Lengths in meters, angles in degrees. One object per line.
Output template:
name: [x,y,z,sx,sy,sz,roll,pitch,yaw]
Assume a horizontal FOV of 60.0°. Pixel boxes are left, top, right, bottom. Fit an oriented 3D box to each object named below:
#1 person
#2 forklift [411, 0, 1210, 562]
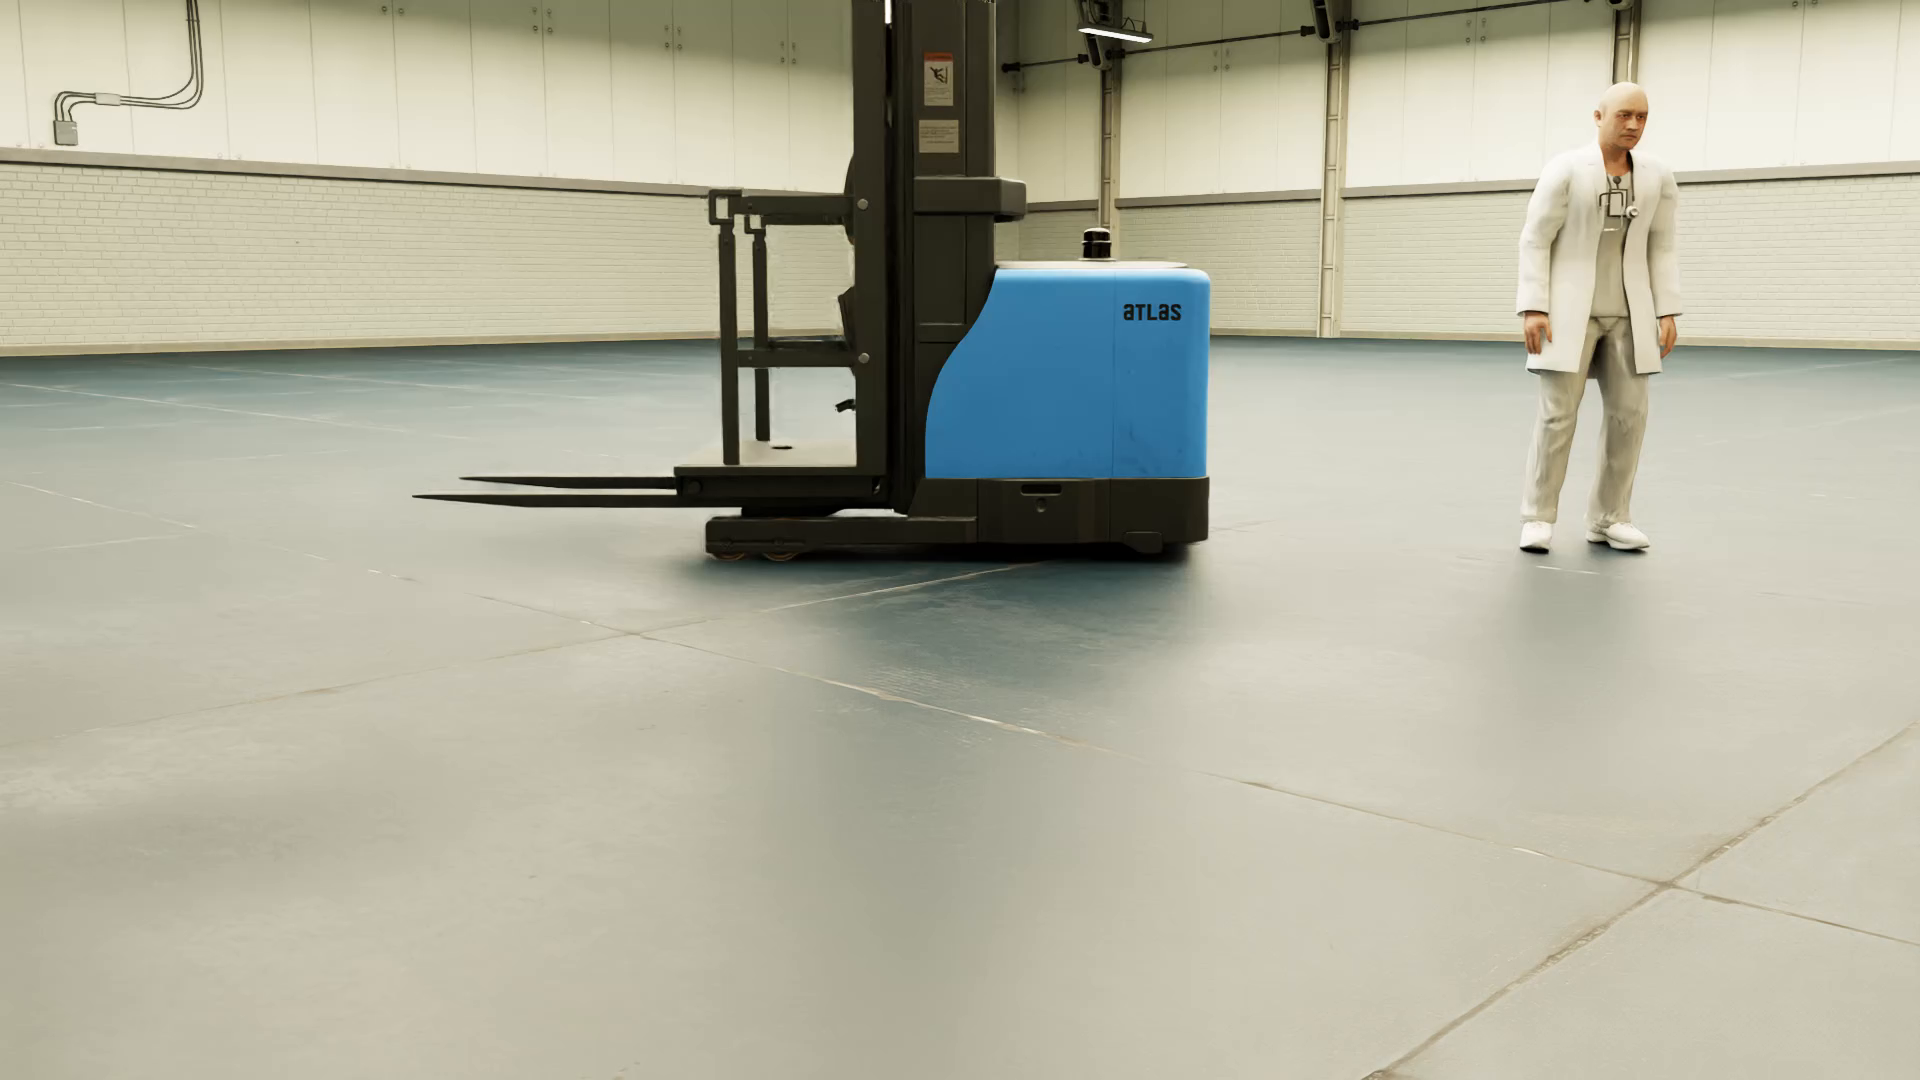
person: [2.478,-0.855,6.440,0.647,1.772,0.430,0,9,-1]
forklift: [-0.581,-1.447,6.481,3.031,2.935,1.130,0,9,0]
